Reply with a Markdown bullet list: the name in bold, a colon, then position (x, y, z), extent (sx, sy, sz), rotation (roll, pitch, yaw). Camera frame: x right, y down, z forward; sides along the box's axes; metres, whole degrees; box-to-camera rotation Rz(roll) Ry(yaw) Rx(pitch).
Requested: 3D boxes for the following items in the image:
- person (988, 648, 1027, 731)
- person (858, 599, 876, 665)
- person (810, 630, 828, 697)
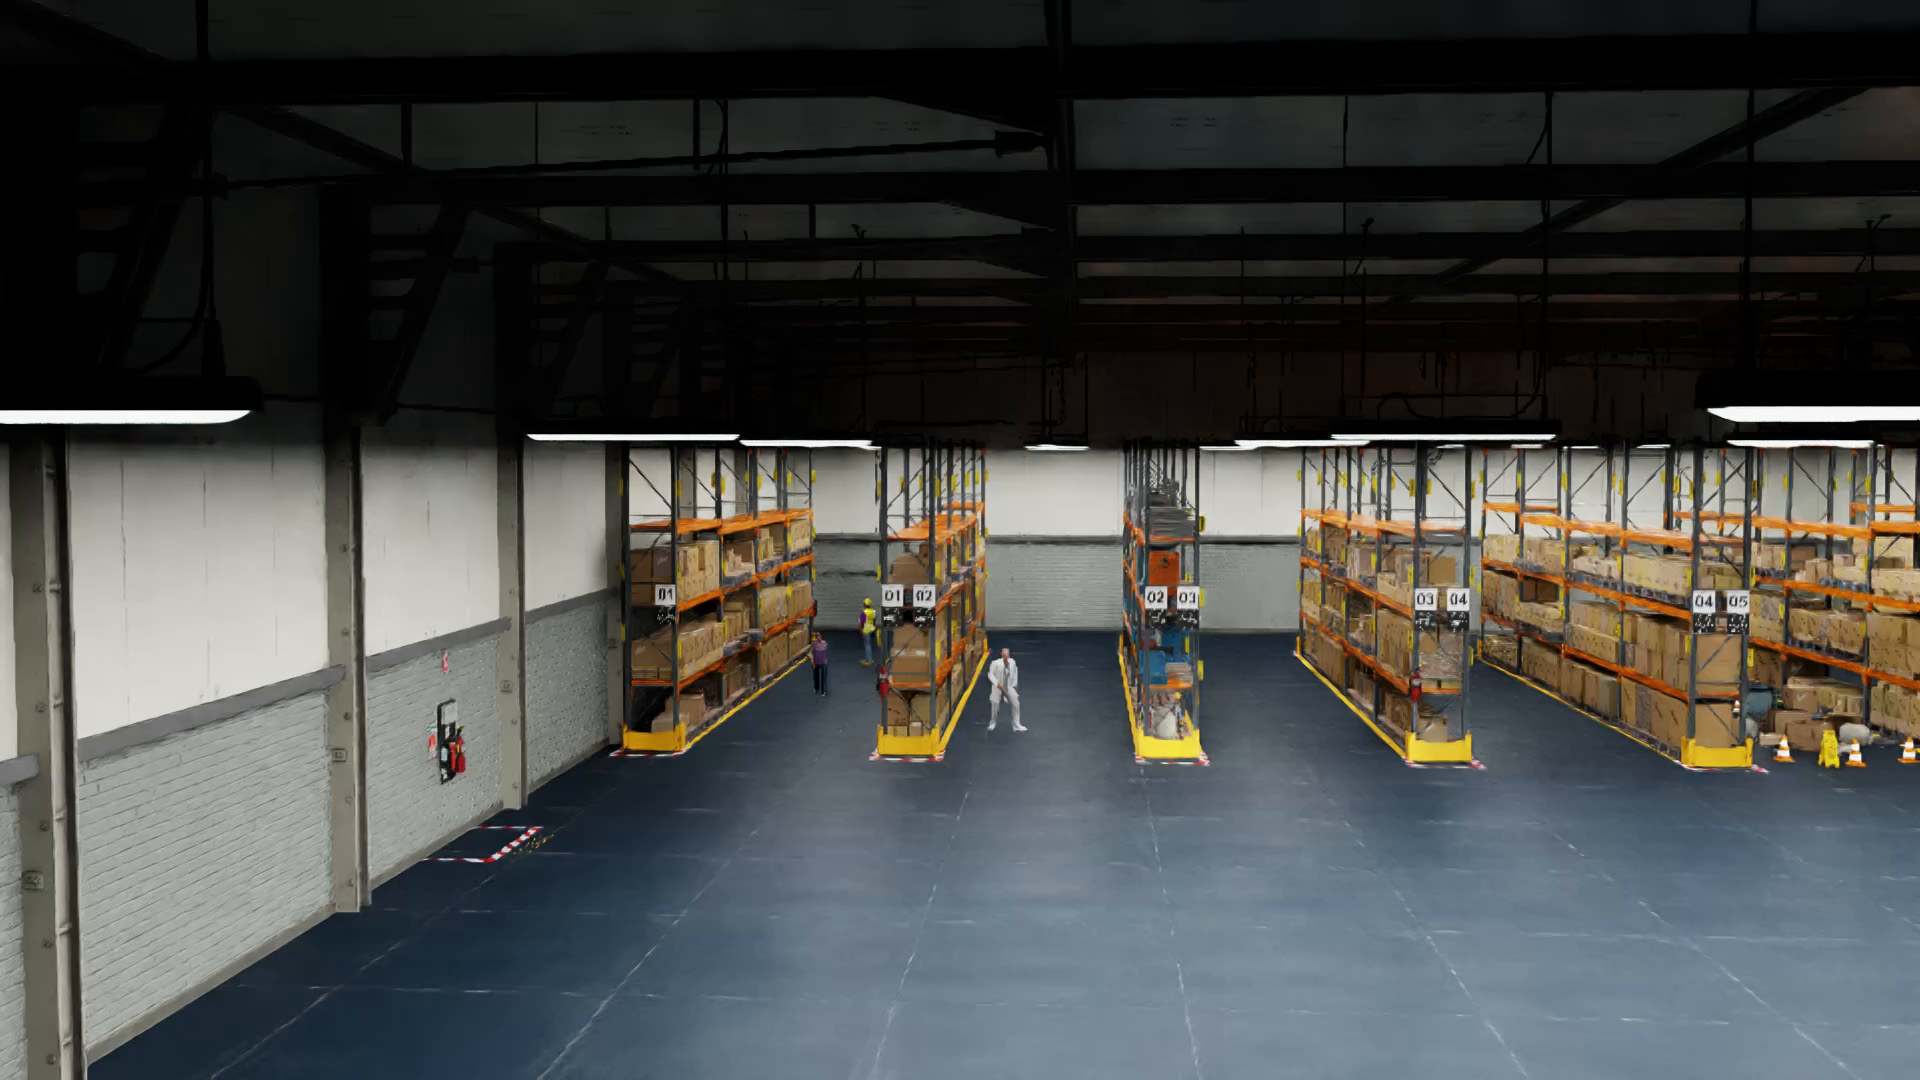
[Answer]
- **person**: position (0.899, 3.040, 33.931), extent (0.735, 1.719, 0.868), rotation (-1, 3, -14)
- **person**: position (-2.490, 2.449, 44.490), extent (0.559, 1.762, 0.661), rotation (2, 4, 34)
- **person**: position (-3.291, 2.867, 38.785), extent (0.412, 1.533, 0.955), rotation (0, 3, -4)
